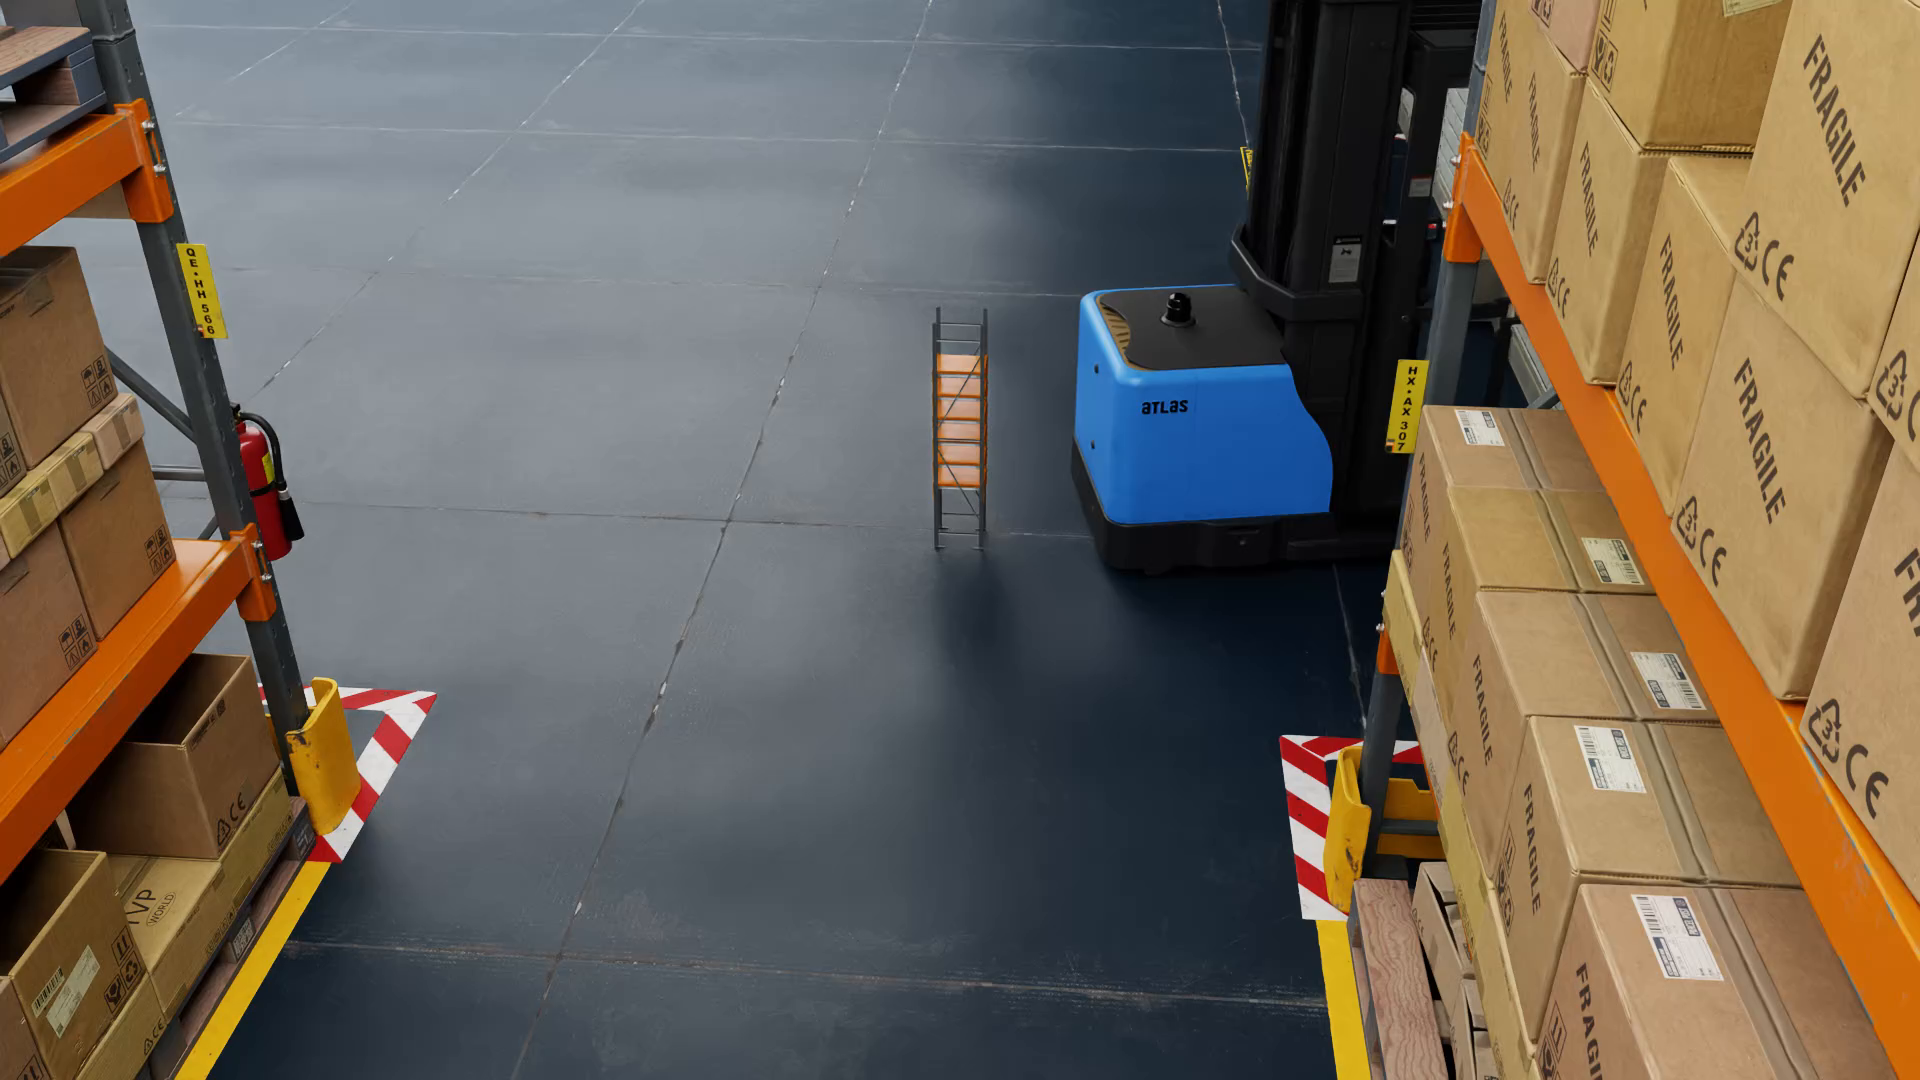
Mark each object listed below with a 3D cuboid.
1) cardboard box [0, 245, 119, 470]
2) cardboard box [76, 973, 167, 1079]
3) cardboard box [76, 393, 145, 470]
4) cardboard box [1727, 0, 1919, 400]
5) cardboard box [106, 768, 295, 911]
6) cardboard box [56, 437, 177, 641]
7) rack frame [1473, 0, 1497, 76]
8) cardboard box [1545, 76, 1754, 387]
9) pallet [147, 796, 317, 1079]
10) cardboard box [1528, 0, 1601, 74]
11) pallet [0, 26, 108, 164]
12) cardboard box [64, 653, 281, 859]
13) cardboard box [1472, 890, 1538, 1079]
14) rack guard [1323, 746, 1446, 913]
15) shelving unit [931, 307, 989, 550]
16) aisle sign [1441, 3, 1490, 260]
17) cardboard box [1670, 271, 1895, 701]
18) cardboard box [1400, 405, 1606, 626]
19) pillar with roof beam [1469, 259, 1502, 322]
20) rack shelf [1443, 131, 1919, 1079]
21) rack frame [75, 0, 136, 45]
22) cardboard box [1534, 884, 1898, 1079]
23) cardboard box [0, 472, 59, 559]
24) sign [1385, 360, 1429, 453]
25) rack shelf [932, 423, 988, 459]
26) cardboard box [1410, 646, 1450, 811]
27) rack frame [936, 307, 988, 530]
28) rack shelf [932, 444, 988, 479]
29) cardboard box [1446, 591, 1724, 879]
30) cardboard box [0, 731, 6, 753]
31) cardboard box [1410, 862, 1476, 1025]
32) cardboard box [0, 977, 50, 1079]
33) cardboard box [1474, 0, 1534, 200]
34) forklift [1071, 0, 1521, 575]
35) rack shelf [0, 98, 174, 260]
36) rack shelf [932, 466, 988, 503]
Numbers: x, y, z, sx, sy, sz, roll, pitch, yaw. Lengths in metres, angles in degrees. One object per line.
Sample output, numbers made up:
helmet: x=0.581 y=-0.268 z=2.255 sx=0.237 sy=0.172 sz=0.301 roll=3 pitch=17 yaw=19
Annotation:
cardboard box: x=-3.040 y=-0.560 z=4.968 sx=0.700 sy=0.500 sz=0.500 roll=3 pitch=32 yaw=4
cardboard box: x=-2.802 y=1.572 z=5.061 sx=0.500 sy=0.250 sz=0.500 roll=2 pitch=32 yaw=4
cardboard box: x=-2.826 y=-0.348 z=5.241 sx=0.380 sy=0.149 sz=0.250 roll=2 pitch=32 yaw=3
cardboard box: x=1.464 y=-0.523 z=2.314 sx=0.500 sy=0.500 sz=0.500 roll=1 pitch=32 yaw=2
cardboard box: x=-2.734 y=1.048 z=5.911 sx=0.500 sy=0.250 sz=0.500 roll=2 pitch=32 yaw=4
cardboard box: x=-3.035 y=-0.036 z=5.354 sx=0.700 sy=0.500 sz=0.500 roll=2 pitch=32 yaw=4
rack frame: x=1.953 y=-2.581 z=3.861 sx=1.000 sy=3.000 sz=0.127 roll=2 pitch=32 yaw=4
cardboard box: x=1.559 y=-0.640 z=3.456 sx=0.500 sy=0.500 sz=0.500 roll=4 pitch=32 yaw=6
pallet: x=-3.005 y=1.352 z=5.855 sx=1.003 sy=0.211 sz=1.213 roll=2 pitch=32 yaw=4
cardboard box: x=1.588 y=-1.330 z=3.622 sx=0.500 sy=0.500 sz=0.500 roll=2 pitch=32 yaw=3
pallet: x=-3.068 y=-1.108 z=4.413 sx=1.003 sy=0.211 sz=1.213 roll=2 pitch=32 yaw=4
cardboard box: x=-2.732 y=0.729 z=5.714 sx=0.500 sy=0.500 sz=0.500 roll=2 pitch=32 yaw=4
cardboard box: x=1.478 y=1.072 z=3.775 sx=0.500 sy=0.250 sz=0.500 roll=3 pitch=32 yaw=4
rack guard: x=1.947 y=1.077 z=6.026 sx=1.175 sy=0.500 sz=0.348 roll=2 pitch=32 yaw=4
shelving unit: x=0.001 y=-0.518 z=7.947 sx=0.258 sy=1.200 sz=0.189 roll=2 pitch=32 yaw=4
aisle sign: x=1.660 y=-1.184 z=4.835 sx=0.394 sy=0.787 sz=0.004 roll=2 pitch=32 yaw=4
cardboard box: x=1.483 y=-0.093 z=2.569 sx=0.500 sy=0.500 sz=0.500 roll=1 pitch=32 yaw=2
cardboard box: x=1.614 y=-0.054 z=4.888 sx=0.500 sy=0.500 sz=0.500 roll=2 pitch=32 yaw=4
pillar with roof beam: x=-1.044 y=-5.499 z=8.596 sx=9.100 sy=9.000 sz=0.400 roll=2 pitch=32 yaw=4
rack shelf: x=1.790 y=0.048 z=3.140 sx=1.077 sy=0.370 sz=4.000 roll=2 pitch=32 yaw=4
rack frame: x=-2.985 y=-2.791 z=4.201 sx=1.000 sy=3.000 sz=0.127 roll=2 pitch=32 yaw=4
cardboard box: x=1.444 y=1.016 z=3.151 sx=0.500 sy=0.500 sz=0.500 roll=2 pitch=32 yaw=3
cardboard box: x=-2.867 y=-0.077 z=4.802 sx=0.380 sy=0.149 sz=0.250 roll=2 pitch=32 yaw=3
sign: x=1.412 y=-0.419 z=5.245 sx=0.100 sy=0.325 sz=0.005 roll=2 pitch=32 yaw=4
rack shelf: x=0.001 y=-0.481 z=7.971 sx=0.258 sy=0.103 sz=0.180 roll=2 pitch=32 yaw=4
cardboard box: x=1.569 y=0.542 z=4.635 sx=0.500 sy=0.250 sz=0.500 roll=2 pitch=32 yaw=2
rack frame: x=0.009 y=-0.566 z=8.025 sx=0.240 sy=1.200 sz=0.006 roll=2 pitch=32 yaw=4
rack shelf: x=0.001 y=-0.378 z=8.034 sx=0.258 sy=0.103 sz=0.180 roll=2 pitch=32 yaw=4
cardboard box: x=1.516 y=0.474 z=4.031 sx=0.500 sy=0.500 sz=0.500 roll=1 pitch=32 yaw=2
cardboard box: x=-3.120 y=0.498 z=4.487 sx=0.700 sy=0.500 sz=0.500 roll=3 pitch=32 yaw=4
cardboard box: x=1.807 y=1.288 z=5.444 sx=0.500 sy=0.311 sz=0.500 roll=-1 pitch=32 yaw=-2
cardboard box: x=-2.841 y=1.514 z=4.440 sx=0.500 sy=0.500 sz=0.500 roll=2 pitch=32 yaw=4
cardboard box: x=1.676 y=-1.191 z=4.350 sx=0.500 sy=0.500 sz=0.500 roll=3 pitch=32 yaw=5
forklift: x=2.133 y=-1.410 z=7.744 sx=3.031 sy=2.935 sz=1.130 roll=-4 pitch=32 yaw=-6
rack shelf: x=-3.148 y=-0.162 z=3.480 sx=1.077 sy=0.370 sz=4.000 roll=2 pitch=32 yaw=4
rack shelf: x=0.001 y=-0.276 z=8.097 sx=0.258 sy=0.103 sz=0.180 roll=2 pitch=32 yaw=4
